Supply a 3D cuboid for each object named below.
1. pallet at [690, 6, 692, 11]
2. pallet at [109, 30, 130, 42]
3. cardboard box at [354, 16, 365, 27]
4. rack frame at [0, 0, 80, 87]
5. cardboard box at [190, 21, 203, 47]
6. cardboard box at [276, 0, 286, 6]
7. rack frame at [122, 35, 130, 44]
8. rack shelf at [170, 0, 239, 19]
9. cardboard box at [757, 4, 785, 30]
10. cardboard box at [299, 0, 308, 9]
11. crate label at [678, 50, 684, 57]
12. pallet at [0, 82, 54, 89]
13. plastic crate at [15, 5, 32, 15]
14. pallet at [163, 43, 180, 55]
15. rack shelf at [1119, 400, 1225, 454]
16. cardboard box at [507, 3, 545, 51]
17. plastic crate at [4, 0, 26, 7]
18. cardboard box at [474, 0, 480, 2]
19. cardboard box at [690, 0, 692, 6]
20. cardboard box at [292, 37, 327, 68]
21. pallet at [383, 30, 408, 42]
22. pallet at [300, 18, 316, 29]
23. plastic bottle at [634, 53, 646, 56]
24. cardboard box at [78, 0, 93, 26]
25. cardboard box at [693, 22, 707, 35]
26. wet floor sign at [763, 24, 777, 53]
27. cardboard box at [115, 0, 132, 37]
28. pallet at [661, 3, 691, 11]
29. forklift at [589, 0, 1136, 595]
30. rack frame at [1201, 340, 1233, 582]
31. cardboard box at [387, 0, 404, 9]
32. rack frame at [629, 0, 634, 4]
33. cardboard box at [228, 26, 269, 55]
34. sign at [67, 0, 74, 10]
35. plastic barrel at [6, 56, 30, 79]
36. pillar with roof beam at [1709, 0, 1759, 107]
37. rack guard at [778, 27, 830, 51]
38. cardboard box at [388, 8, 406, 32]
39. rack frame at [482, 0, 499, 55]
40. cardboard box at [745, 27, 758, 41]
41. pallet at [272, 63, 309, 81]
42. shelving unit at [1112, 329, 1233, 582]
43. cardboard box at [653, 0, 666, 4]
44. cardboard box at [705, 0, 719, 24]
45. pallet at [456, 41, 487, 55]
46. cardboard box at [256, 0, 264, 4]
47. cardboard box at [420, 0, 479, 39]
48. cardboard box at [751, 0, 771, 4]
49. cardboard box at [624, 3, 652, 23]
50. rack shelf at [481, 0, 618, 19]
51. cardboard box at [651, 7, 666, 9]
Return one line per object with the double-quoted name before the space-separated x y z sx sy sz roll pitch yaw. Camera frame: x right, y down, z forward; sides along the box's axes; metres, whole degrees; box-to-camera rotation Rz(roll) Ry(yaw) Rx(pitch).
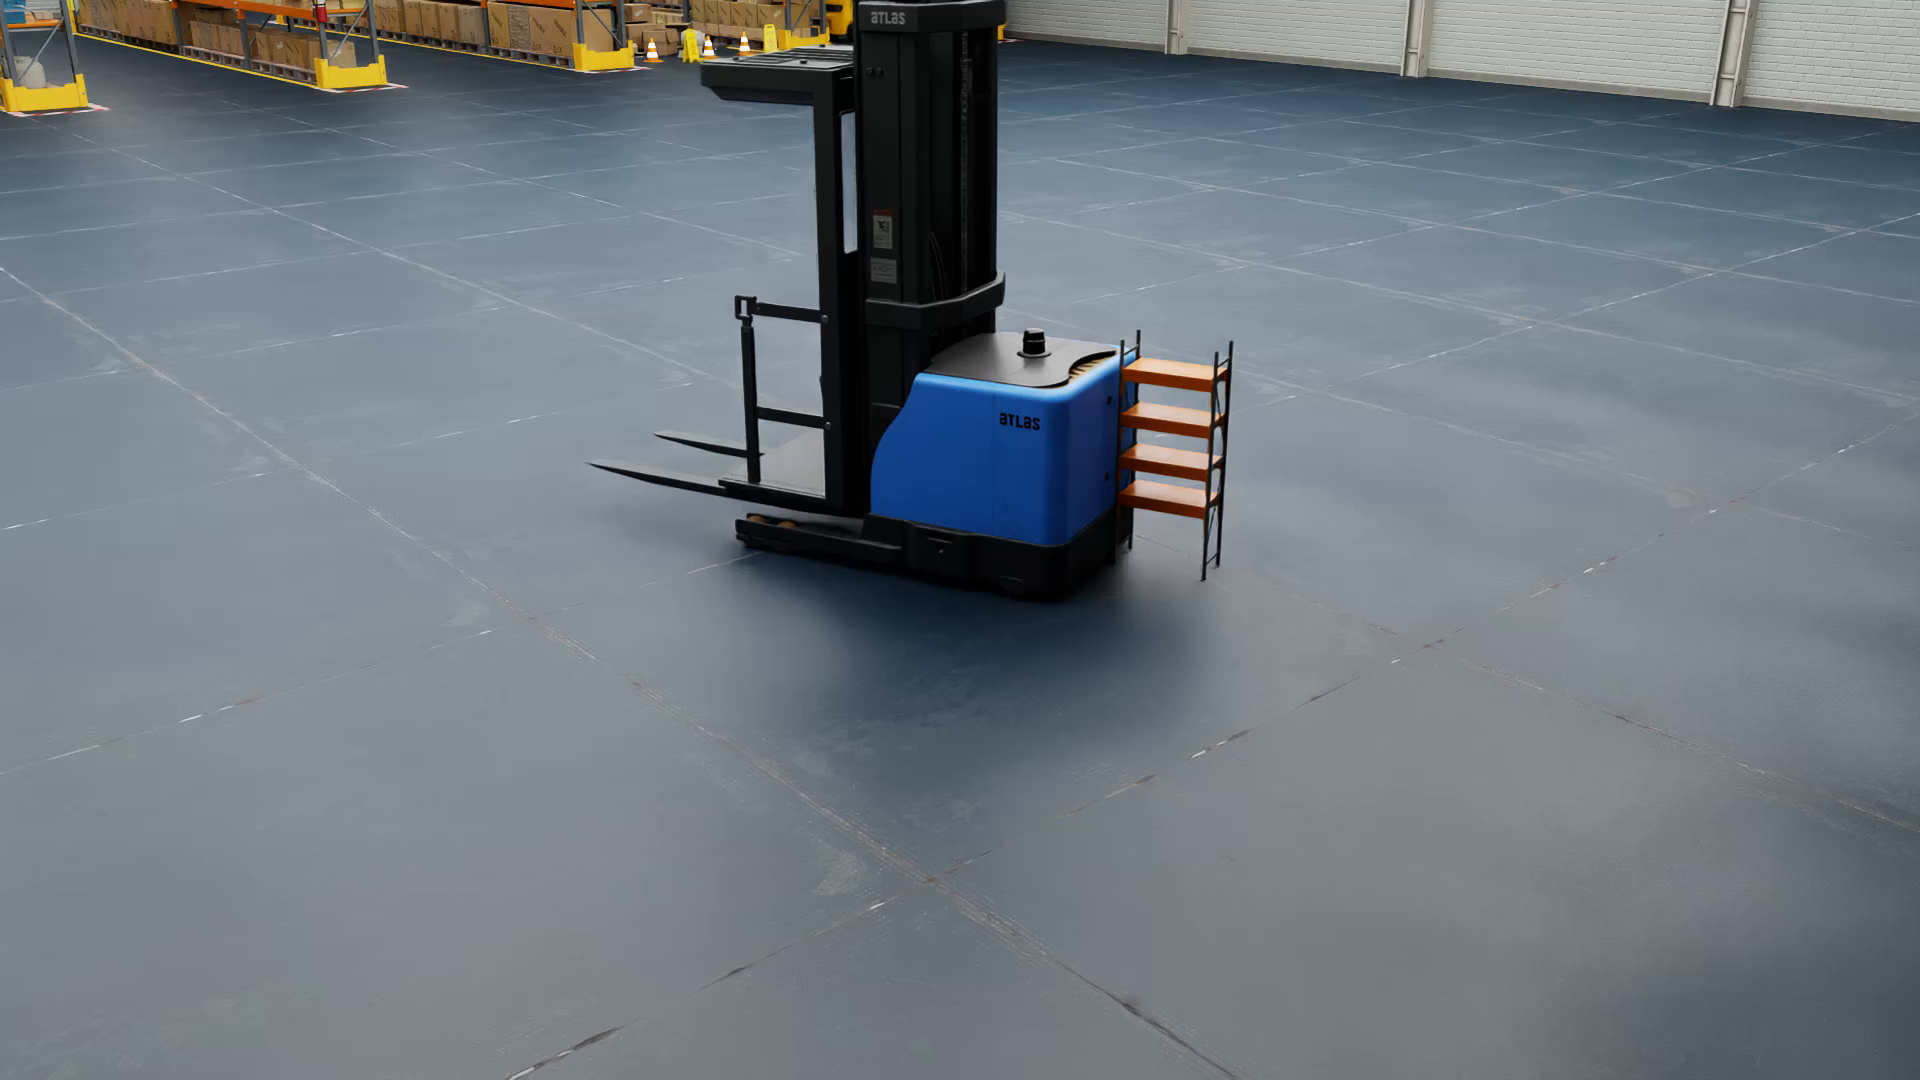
"pallet" -6.804 -14.833 46.566 1.003 0.211 1.213 -17 27 -37
"pallet" -19.067 -11.736 38.658 1.003 0.211 1.213 -17 27 -37
"cardboard box" -14.178 -12.577 39.833 0.500 0.500 0.500 -16 26 -35
"rack frame" -14.549 -8.311 26.090 1.000 3.000 0.127 -17 27 -37
"cardboard box" -15.566 -10.561 34.659 0.700 0.500 0.500 -19 28 -40
"cardboard box" -12.198 -9.792 30.216 0.380 0.149 0.250 -17 27 -37
"rack frame" -18.629 -12.805 37.565 1.000 3.000 0.127 -17 27 -37
"rack shelf" -14.713 -10.813 33.464 1.077 0.370 4.000 -17 27 -37
"cardboard box" -4.009 -11.273 35.819 0.500 0.500 0.500 -17 27 -37
"cardboard box" -11.504 -9.529 29.544 0.380 0.149 0.250 -17 27 -37
"crate label" -5.726 -10.172 34.768 0.298 0.136 0.250 7 23 18
"pallet" -15.952 -7.585 28.060 1.003 0.211 1.213 -17 27 -37
"plastic crate" -15.908 -8.905 27.968 0.530 0.136 0.437 -17 27 -37
"pallet" -16.476 -10.638 35.854 1.003 0.211 1.213 -17 27 -37
"rack shelf" 1.071 -0.573 8.373 0.480 0.148 0.258 11 24 25
"cardboard box" -8.635 -10.516 34.057 0.875 0.875 0.875 -17 27 -37
"plastic crate" -16.232 -9.106 28.323 0.499 0.251 0.616 -17 27 -37
"cardboard box" -13.226 -15.114 46.396 0.875 0.438 0.875 -19 28 -39
"cardboard box" -7.219 -15.192 46.509 0.500 0.500 0.500 -16 26 -35
"cardboard box" -12.002 -9.033 30.785 0.500 0.500 0.500 -14 26 -33
"pallet" -12.704 -11.771 38.748 1.003 0.211 1.213 -17 27 -37
"pallet" -16.072 -13.174 42.331 1.003 0.211 1.213 -17 27 -37
"plastic bottle" -6.760 -10.225 35.005 0.283 0.061 0.133 12 24 27
"cardboard box" -20.762 -12.959 40.295 0.875 0.875 0.875 -17 27 -37
"cardboard box" -5.719 -11.642 37.790 0.500 0.250 0.500 -19 28 -40
"wet floor sign" -3.976 -10.446 34.769 0.267 0.644 0.232 -8 23 -19
"cardboard box" -18.197 -11.840 37.437 1.225 0.875 0.875 -17 27 -37
"pallet" -7.812 -15.239 47.602 1.003 0.211 1.213 -17 27 -37
"forklift" -0.623 -1.452 8.672 3.031 2.935 1.130 11 24 25
"rack frame" 1.288 -0.387 8.327 0.015 1.200 0.240 11 24 25
"cardboard box" -12.840 -12.360 38.253 0.500 0.250 0.500 -18 28 -39
"rack frame" -8.511 -14.059 40.767 1.000 3.000 0.127 -17 27 -37
"cardboard box" -14.089 -9.947 33.092 0.700 0.500 0.500 -18 27 -38
"sign" -14.129 -8.570 26.371 0.100 0.325 0.005 -17 27 -37
"plastic barrel" -15.363 -7.650 27.239 0.421 0.512 0.421 0 21 0
"pillar with roof beam" 9.185 -10.234 22.775 9.100 9.000 0.400 -17 27 -37
"rack guard" -3.339 -10.706 35.633 1.175 0.500 0.348 -17 27 -37
"cardboard box" -12.823 -12.004 38.372 0.500 0.500 0.500 -18 27 -38
"rack frame" -9.584 -11.748 34.866 1.000 3.000 0.127 -17 27 -37
"cardboard box" -4.353 -11.069 36.326 0.500 0.250 0.500 -17 27 -37
"pallet" -12.142 -8.782 31.117 1.003 0.211 1.213 -17 27 -37
"shelving unit" 1.071 -0.428 8.430 0.503 1.200 0.258 11 24 25
"cardboard box" -8.441 -15.760 47.961 0.700 0.500 0.500 -19 28 -39
"cardboard box" -5.361 -11.846 37.283 0.500 0.500 0.500 -16 27 -35
"pallet" -10.145 -10.645 35.873 1.003 0.211 1.213 -17 27 -37
"cardboard box" -12.855 -10.067 30.918 0.380 0.149 0.250 -17 27 -37
"cardboard box" -11.292 -11.571 36.922 1.050 0.750 0.750 -17 27 -37
"cardboard box" -4.300 -11.660 35.918 0.380 0.149 0.250 -16 27 -36
"cardboard box" -7.229 -11.711 37.160 0.500 0.500 0.500 -17 27 -37
"rack shelf" -8.278 -10.860 33.586 1.077 0.370 4.000 -17 27 -37
"cardboard box" -7.662 -12.671 40.249 0.950 0.372 0.625 -18 28 -38
